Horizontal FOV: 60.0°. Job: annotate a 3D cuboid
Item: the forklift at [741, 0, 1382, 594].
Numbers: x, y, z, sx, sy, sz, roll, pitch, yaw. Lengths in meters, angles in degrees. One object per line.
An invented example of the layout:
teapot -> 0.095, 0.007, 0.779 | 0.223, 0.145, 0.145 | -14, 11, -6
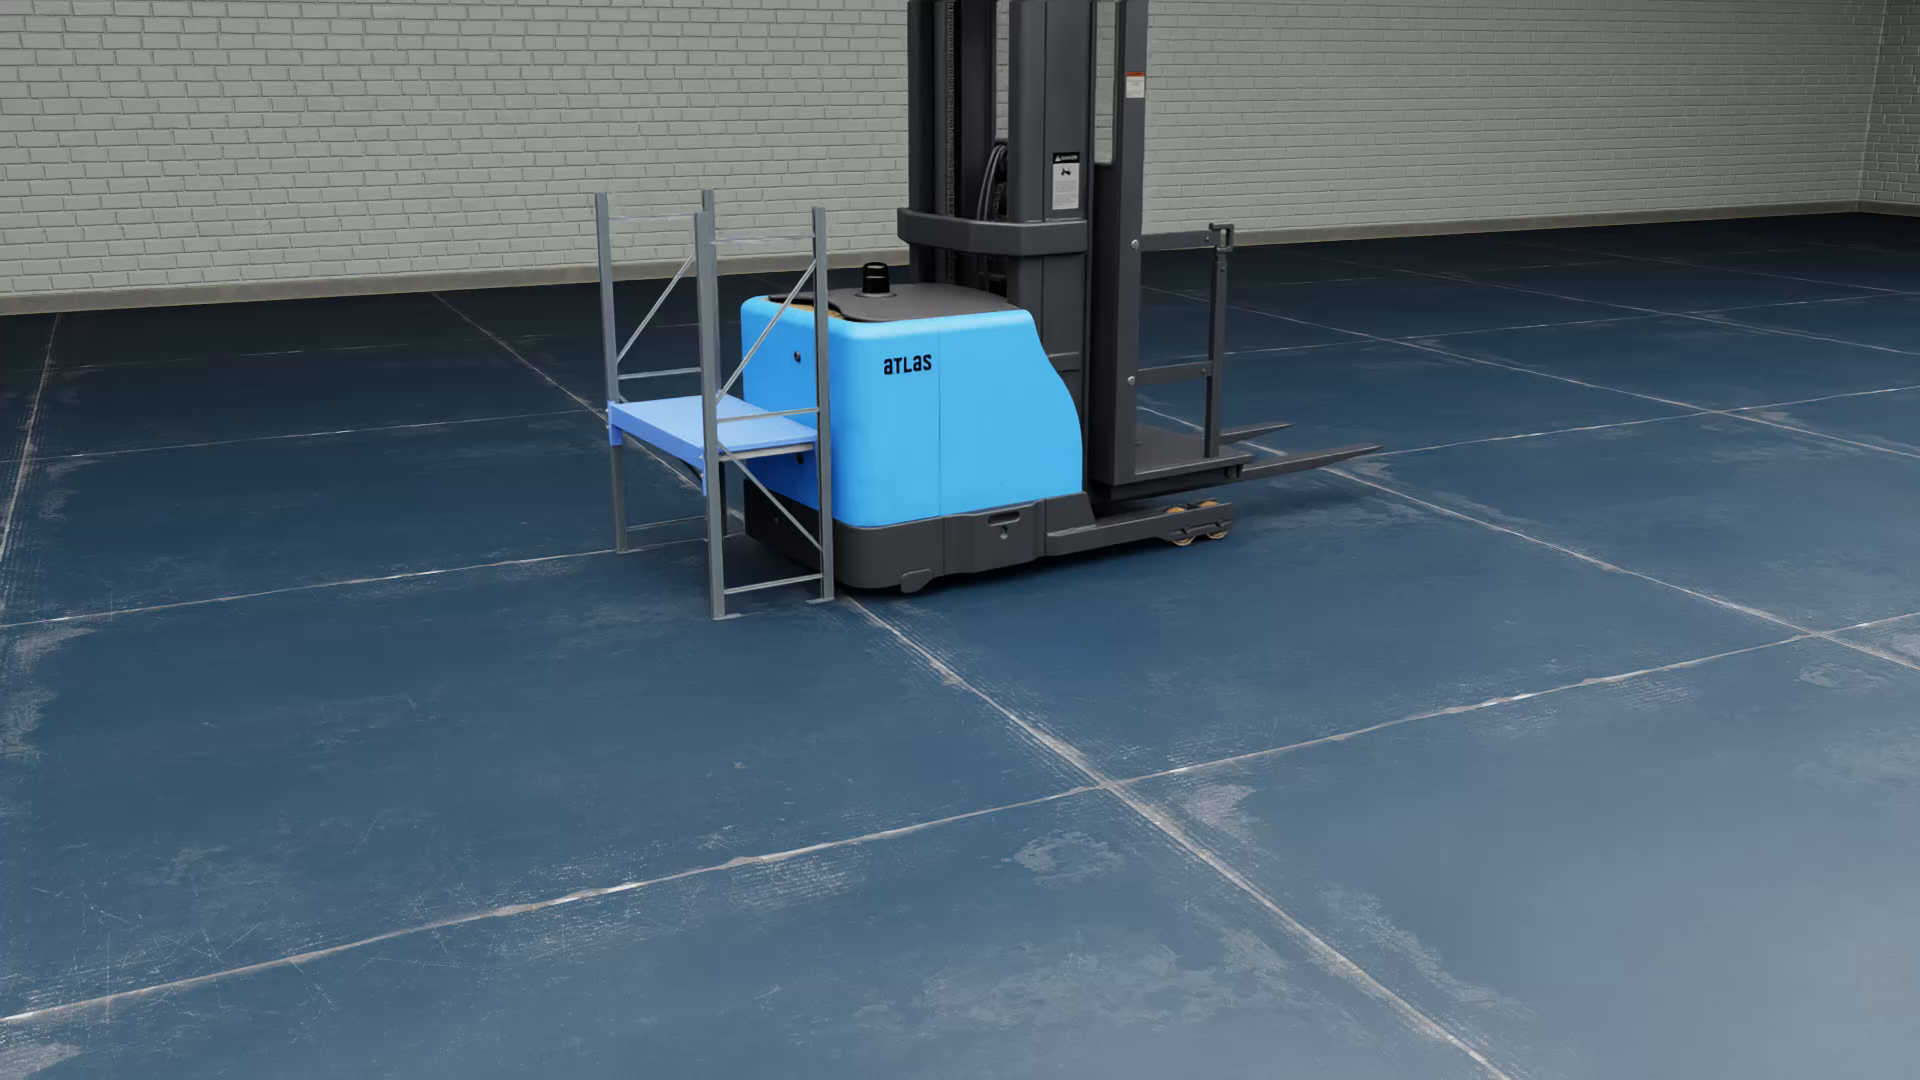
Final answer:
forklift -> 0.594, -1.493, 7.139 | 3.031, 2.935, 1.130 | -10, 19, -32

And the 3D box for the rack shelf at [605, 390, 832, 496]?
rack shelf -> -0.972, -0.402, 6.584 | 0.538, 0.185, 1.000 | -10, 19, -30

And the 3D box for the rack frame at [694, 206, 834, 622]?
rack frame -> -0.708, -0.455, 6.117 | 0.500, 1.500, 0.032 | -10, 19, -30

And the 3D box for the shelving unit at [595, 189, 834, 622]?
shelving unit -> -0.972, -0.575, 6.534 | 0.538, 1.500, 1.048 | -10, 19, -30

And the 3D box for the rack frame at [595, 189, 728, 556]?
rack frame -> -1.237, -0.694, 6.951 | 0.500, 1.500, 0.032 | -10, 19, -30
